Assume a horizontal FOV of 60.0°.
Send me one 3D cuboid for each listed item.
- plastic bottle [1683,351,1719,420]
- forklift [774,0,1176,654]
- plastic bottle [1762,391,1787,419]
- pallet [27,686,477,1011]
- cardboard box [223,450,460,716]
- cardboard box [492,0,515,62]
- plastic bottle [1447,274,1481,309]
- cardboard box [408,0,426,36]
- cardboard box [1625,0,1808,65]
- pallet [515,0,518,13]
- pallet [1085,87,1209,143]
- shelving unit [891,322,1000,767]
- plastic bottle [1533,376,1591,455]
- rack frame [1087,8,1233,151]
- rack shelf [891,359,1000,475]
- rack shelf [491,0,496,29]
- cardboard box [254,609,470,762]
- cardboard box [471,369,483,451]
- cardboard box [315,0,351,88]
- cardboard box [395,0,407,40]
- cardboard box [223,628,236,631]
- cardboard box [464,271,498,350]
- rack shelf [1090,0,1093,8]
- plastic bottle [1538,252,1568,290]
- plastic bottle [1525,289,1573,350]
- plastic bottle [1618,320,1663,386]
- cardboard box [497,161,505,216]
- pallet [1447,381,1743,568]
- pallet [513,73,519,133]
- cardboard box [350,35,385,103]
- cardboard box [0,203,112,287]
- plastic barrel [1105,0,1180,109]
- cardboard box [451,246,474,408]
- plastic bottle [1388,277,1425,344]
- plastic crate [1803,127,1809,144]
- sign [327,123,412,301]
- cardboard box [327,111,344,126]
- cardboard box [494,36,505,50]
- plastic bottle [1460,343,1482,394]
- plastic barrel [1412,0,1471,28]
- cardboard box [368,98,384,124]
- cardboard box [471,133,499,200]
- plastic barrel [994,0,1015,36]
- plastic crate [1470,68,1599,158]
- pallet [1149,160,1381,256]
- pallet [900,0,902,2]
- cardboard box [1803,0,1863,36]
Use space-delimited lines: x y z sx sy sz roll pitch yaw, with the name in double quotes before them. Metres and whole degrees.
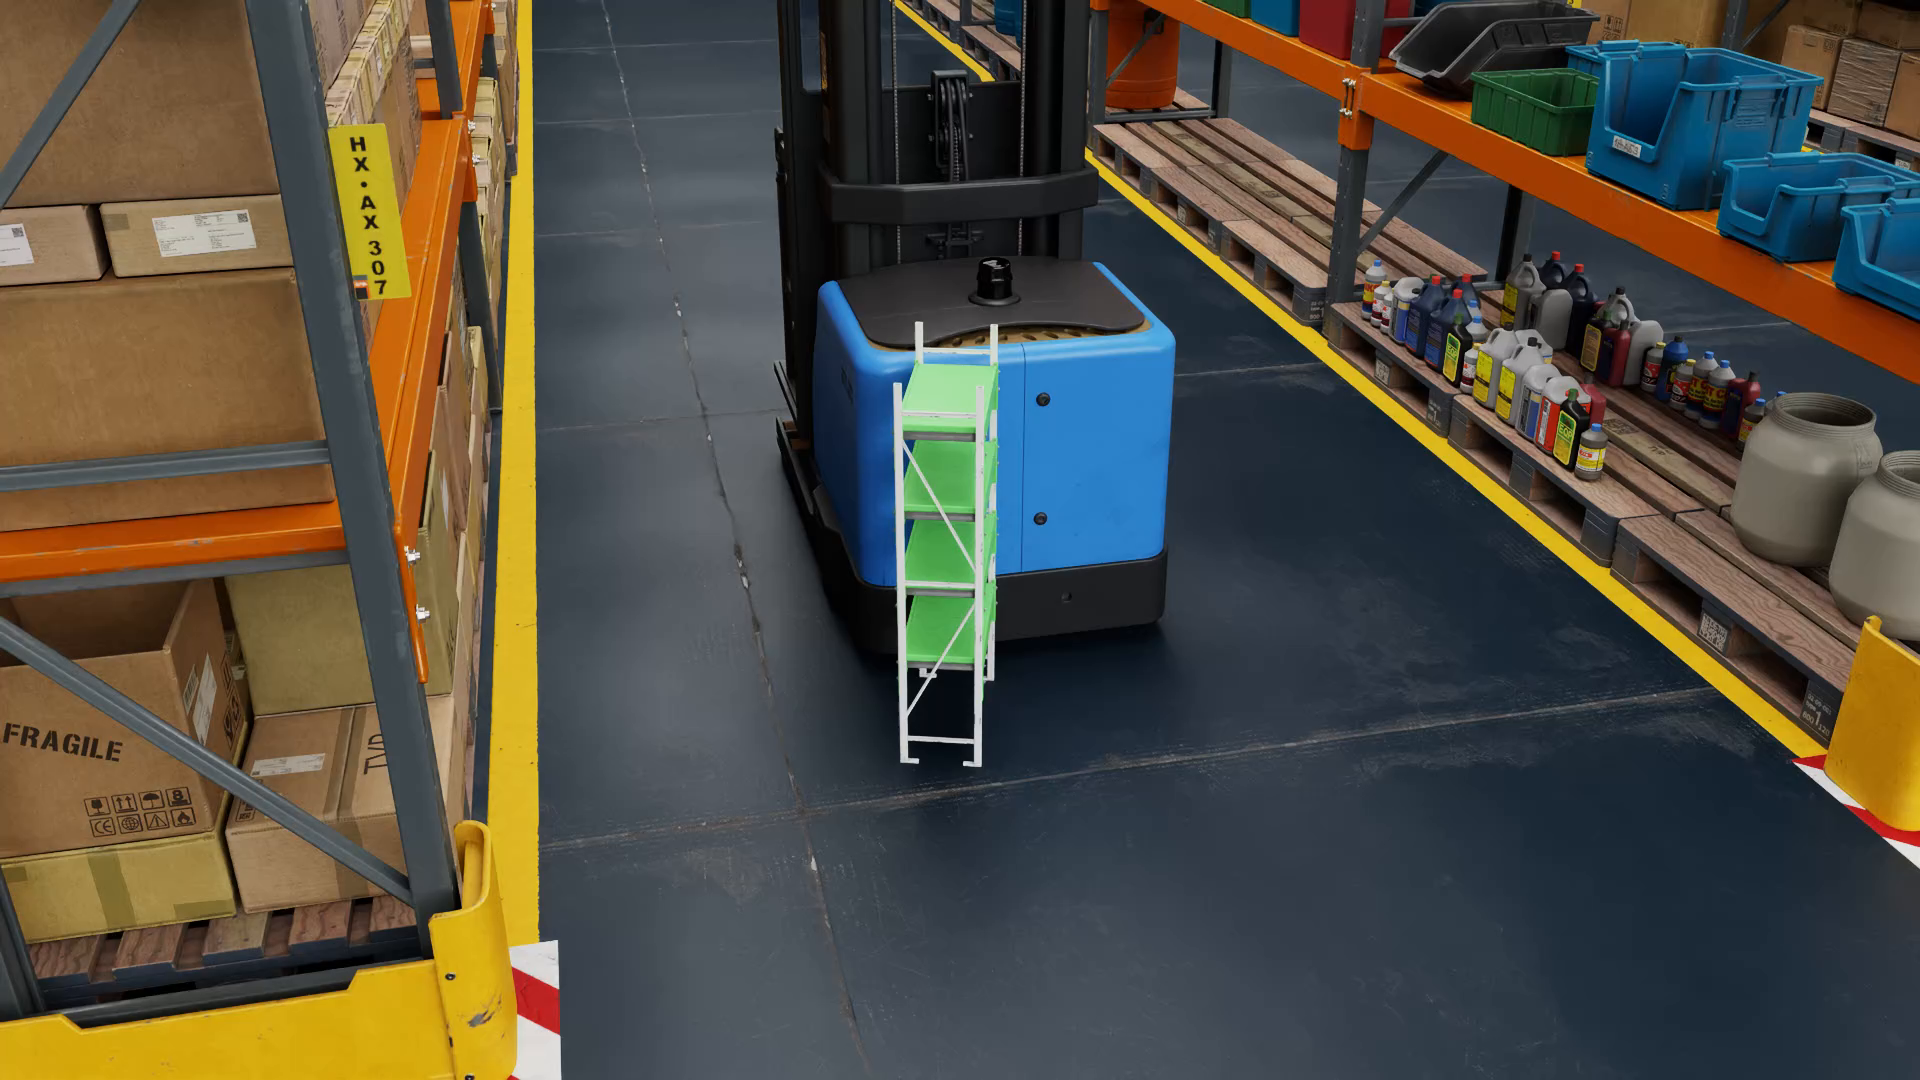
"plastic bottle" 2.994 -0.627 6.703 0.097 0.271 0.097 0 27 0
"forklift" -0.142 -1.585 6.137 1.130 2.935 3.031 -6 27 -12
"plastic bottle" 3.094 -0.433 6.318 0.097 0.271 0.097 0 27 0
"pallet" -1.841 0.788 4.454 1.003 0.211 1.213 -6 27 -12
"cardboard box" -1.646 0.103 4.471 0.500 0.500 0.500 -6 27 -12
"cardboard box" -3.838 -4.068 13.267 0.500 0.500 0.500 -6 27 -11
"plastic bottle" 2.216 -1.015 7.383 0.144 0.351 0.185 -6 27 -12
"cardboard box" -2.805 -2.496 7.755 0.500 0.500 0.500 -4 27 -8
"cardboard box" 6.087 -4.186 13.106 1.225 0.875 0.875 -7 28 -14
"pallet" -5.036 -5.521 16.955 1.003 0.211 1.213 -6 27 -12
"pallet" 1.178 -3.236 12.426 1.003 0.211 1.213 -6 27 -12
"shelving unit" -0.033 0.018 4.883 0.258 1.200 0.503 2 27 5
"plastic bottle" 2.328 -0.482 6.411 0.152 0.276 0.135 -6 27 -11
"rack frame" 1.396 -4.139 11.121 1.000 3.000 0.127 -6 27 -12
"rack shelf" -0.033 -0.354 4.696 0.258 0.148 0.480 2 27 5
"rack shelf" -3.881 -4.194 12.029 1.077 0.370 4.000 -6 27 -12
"cardboard box" -1.648 0.438 4.639 0.500 0.250 0.500 -6 27 -12
"cardboard box" -2.109 -0.439 6.377 0.500 0.250 0.500 -6 27 -12
"cardboard box" -1.970 -1.430 4.204 0.700 0.500 0.500 -6 27 -11
"cardboard box" -2.084 -1.779 5.615 0.380 0.149 0.250 -6 27 -12
"cardboard box" -2.275 0.272 4.968 0.500 0.250 0.500 -6 27 -12
"cardboard box" -2.379 -1.043 7.574 0.500 0.250 0.500 -7 28 -13
"rack shelf" 0.946 -4.695 13.022 1.077 0.370 4.000 -6 27 -12
"plastic bottle" 2.724 -1.143 7.637 0.144 0.351 0.185 -7 28 -13
"plastic bottle" 2.628 -0.999 7.435 0.152 0.276 0.135 -6 27 -12
"plastic bottle" 2.872 -0.812 7.064 0.152 0.276 0.135 -5 27 -11
"cardboard box" -2.844 -1.944 9.358 0.500 0.250 0.500 -5 27 -10
"pallet" 2.687 -0.302 6.614 1.003 0.211 1.213 -6 27 -12
"pallet" -3.833 -3.258 12.472 1.003 0.211 1.213 -6 27 -12
"cardboard box" -1.852 -1.328 4.722 0.380 0.149 0.250 -6 27 -11
"cardboard box" -1.899 -0.608 3.295 0.380 0.149 0.250 -6 27 -12
"plastic barrel" 1.269 -3.570 11.937 0.600 0.830 0.708 -6 27 -12
"cardboard box" -2.110 -0.774 6.208 0.500 0.500 0.500 -6 27 -12
"plastic bottle" 2.042 -1.040 7.515 0.152 0.276 0.135 -5 27 -10
"plastic crate" 2.910 -1.578 6.340 0.530 0.136 0.437 -6 27 -12
"sign" -1.086 -0.601 3.063 0.100 0.325 0.005 -6 27 -12
"cardboard box" -1.623 -0.879 3.831 0.380 0.149 0.250 -6 27 -11
"cardboard box" -3.378 -3.176 11.499 0.500 0.500 0.500 -7 28 -13
"plastic bottle" 2.159 -0.724 6.972 0.097 0.201 0.097 0 27 0
"plastic barrel" 2.506 -2.807 7.926 0.600 0.901 0.708 -6 27 -12
"cardboard box" -2.072 -1.055 4.901 0.700 0.500 0.500 -5 27 -10
"cardboard box" -2.727 -1.973 8.793 0.500 0.311 0.500 -5 27 -10
"plastic barrel" 0.601 -4.905 14.501 0.600 0.901 0.708 -6 27 -12
"plastic crate" 2.329 -1.663 6.452 0.450 0.188 0.662 -6 27 -12
"pallet" 1.805 -2.015 10.008 1.003 0.211 1.213 -6 27 -12
"pallet" -0.259 -6.040 17.982 1.003 0.211 1.213 -6 27 -12
"cardboard box" 6.402 -3.766 11.836 0.500 0.250 0.500 -5 27 -9
